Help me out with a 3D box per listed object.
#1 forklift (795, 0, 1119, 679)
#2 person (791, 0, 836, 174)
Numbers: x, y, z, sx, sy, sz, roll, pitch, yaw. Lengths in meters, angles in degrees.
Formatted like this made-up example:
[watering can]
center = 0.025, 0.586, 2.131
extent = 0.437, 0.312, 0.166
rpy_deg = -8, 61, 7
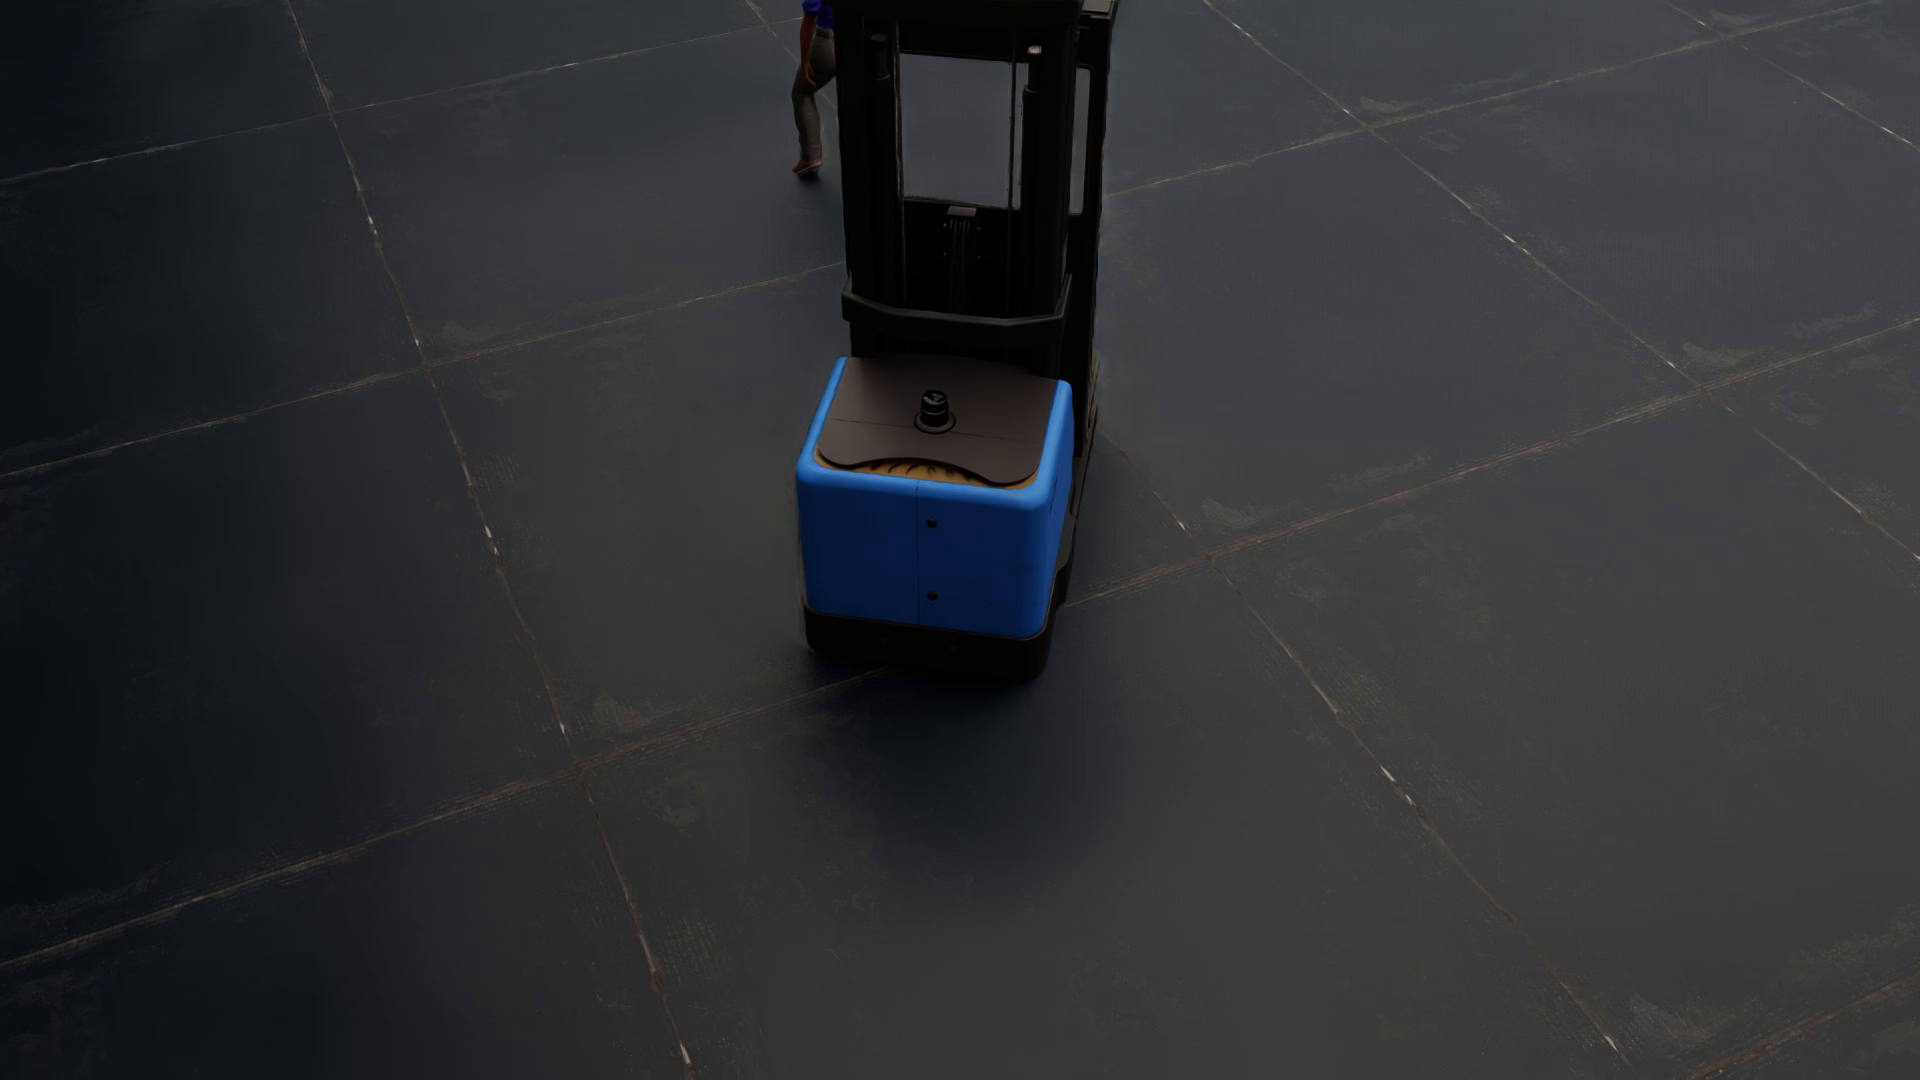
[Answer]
[forklift]
center = 0.088, -1.495, 7.282
extent = 1.130, 2.935, 3.031
rpy_deg = 7, 43, 7
[person]
center = -0.719, -2.857, 9.742
extent = 0.552, 1.705, 0.484
rpy_deg = -23, 48, -23
